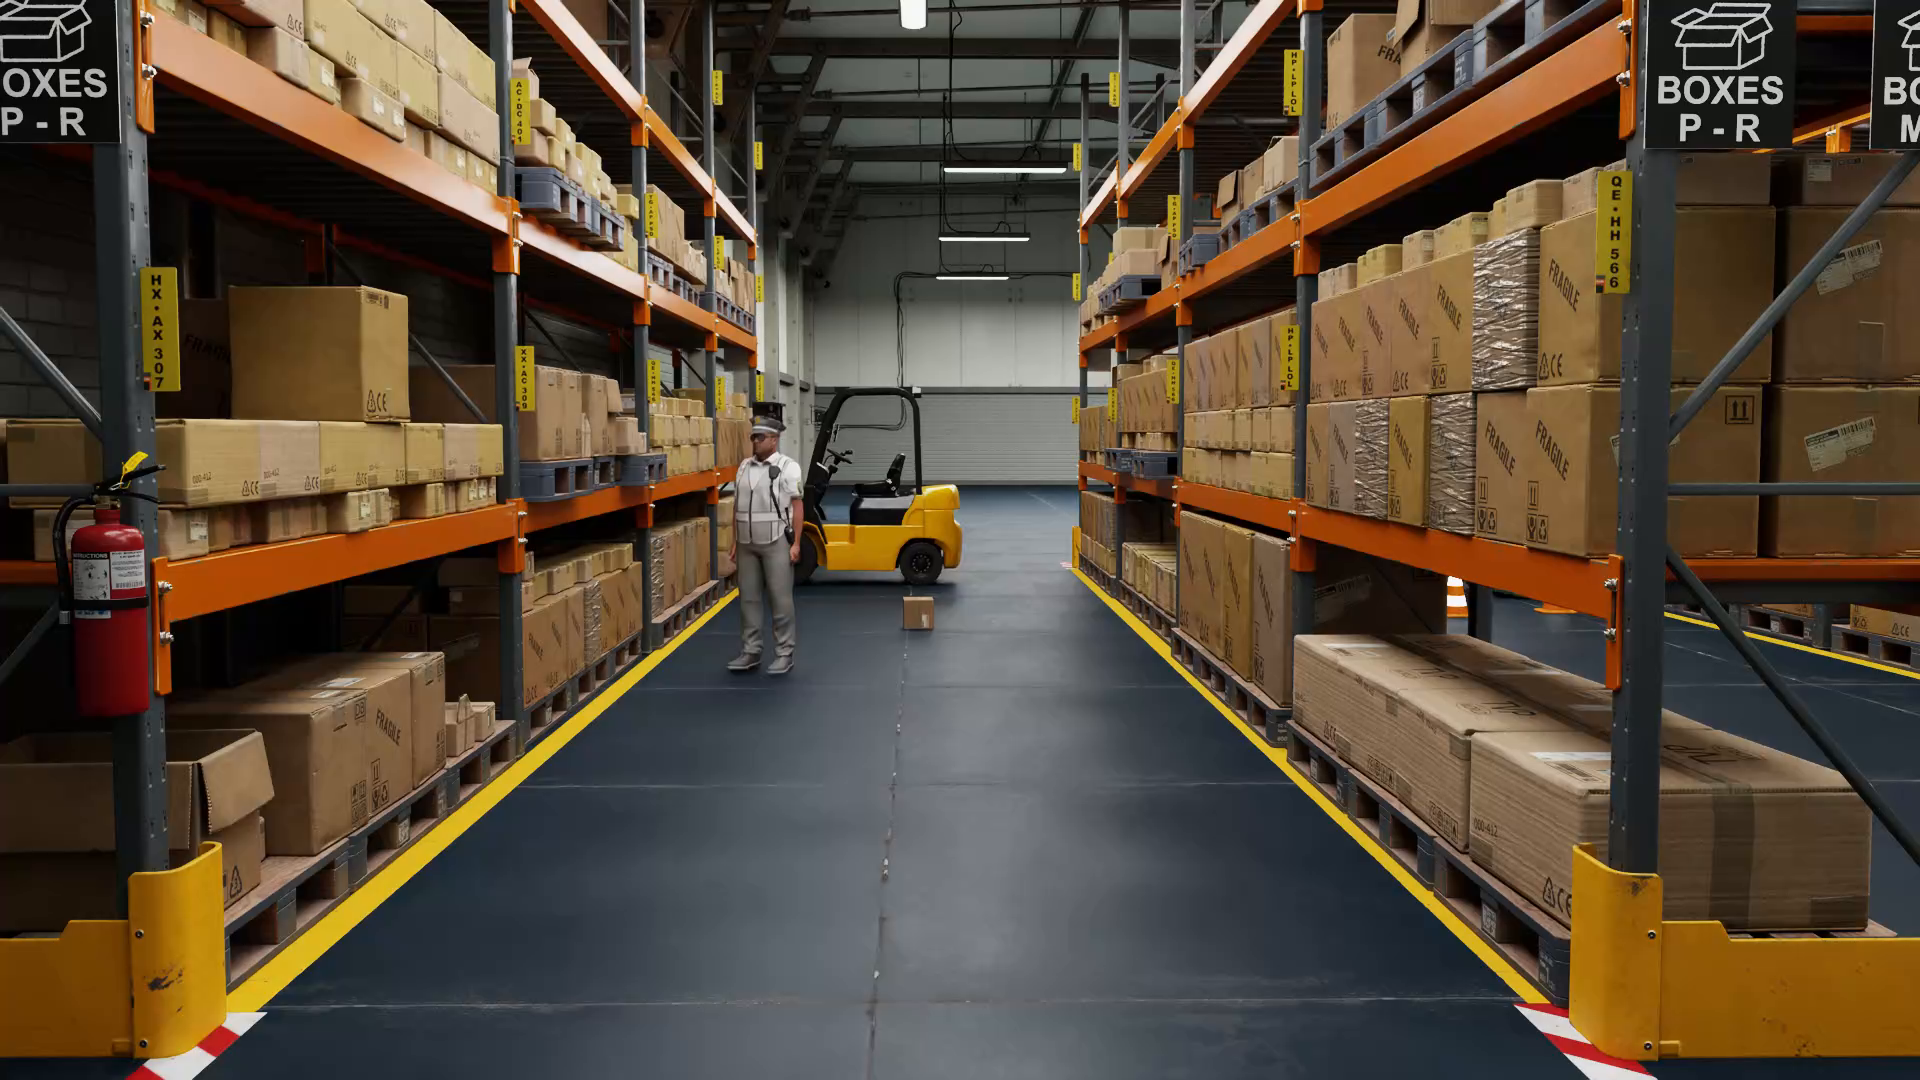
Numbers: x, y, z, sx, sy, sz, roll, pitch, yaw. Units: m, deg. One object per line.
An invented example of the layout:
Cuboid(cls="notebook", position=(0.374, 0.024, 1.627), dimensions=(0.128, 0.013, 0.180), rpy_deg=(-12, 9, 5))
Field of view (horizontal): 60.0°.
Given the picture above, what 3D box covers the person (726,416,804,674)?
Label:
Cuboid(cls="person", position=(-1.370, 0.027, 11.609), dimensions=(0.540, 1.777, 0.412), rpy_deg=(2, 4, 24))
